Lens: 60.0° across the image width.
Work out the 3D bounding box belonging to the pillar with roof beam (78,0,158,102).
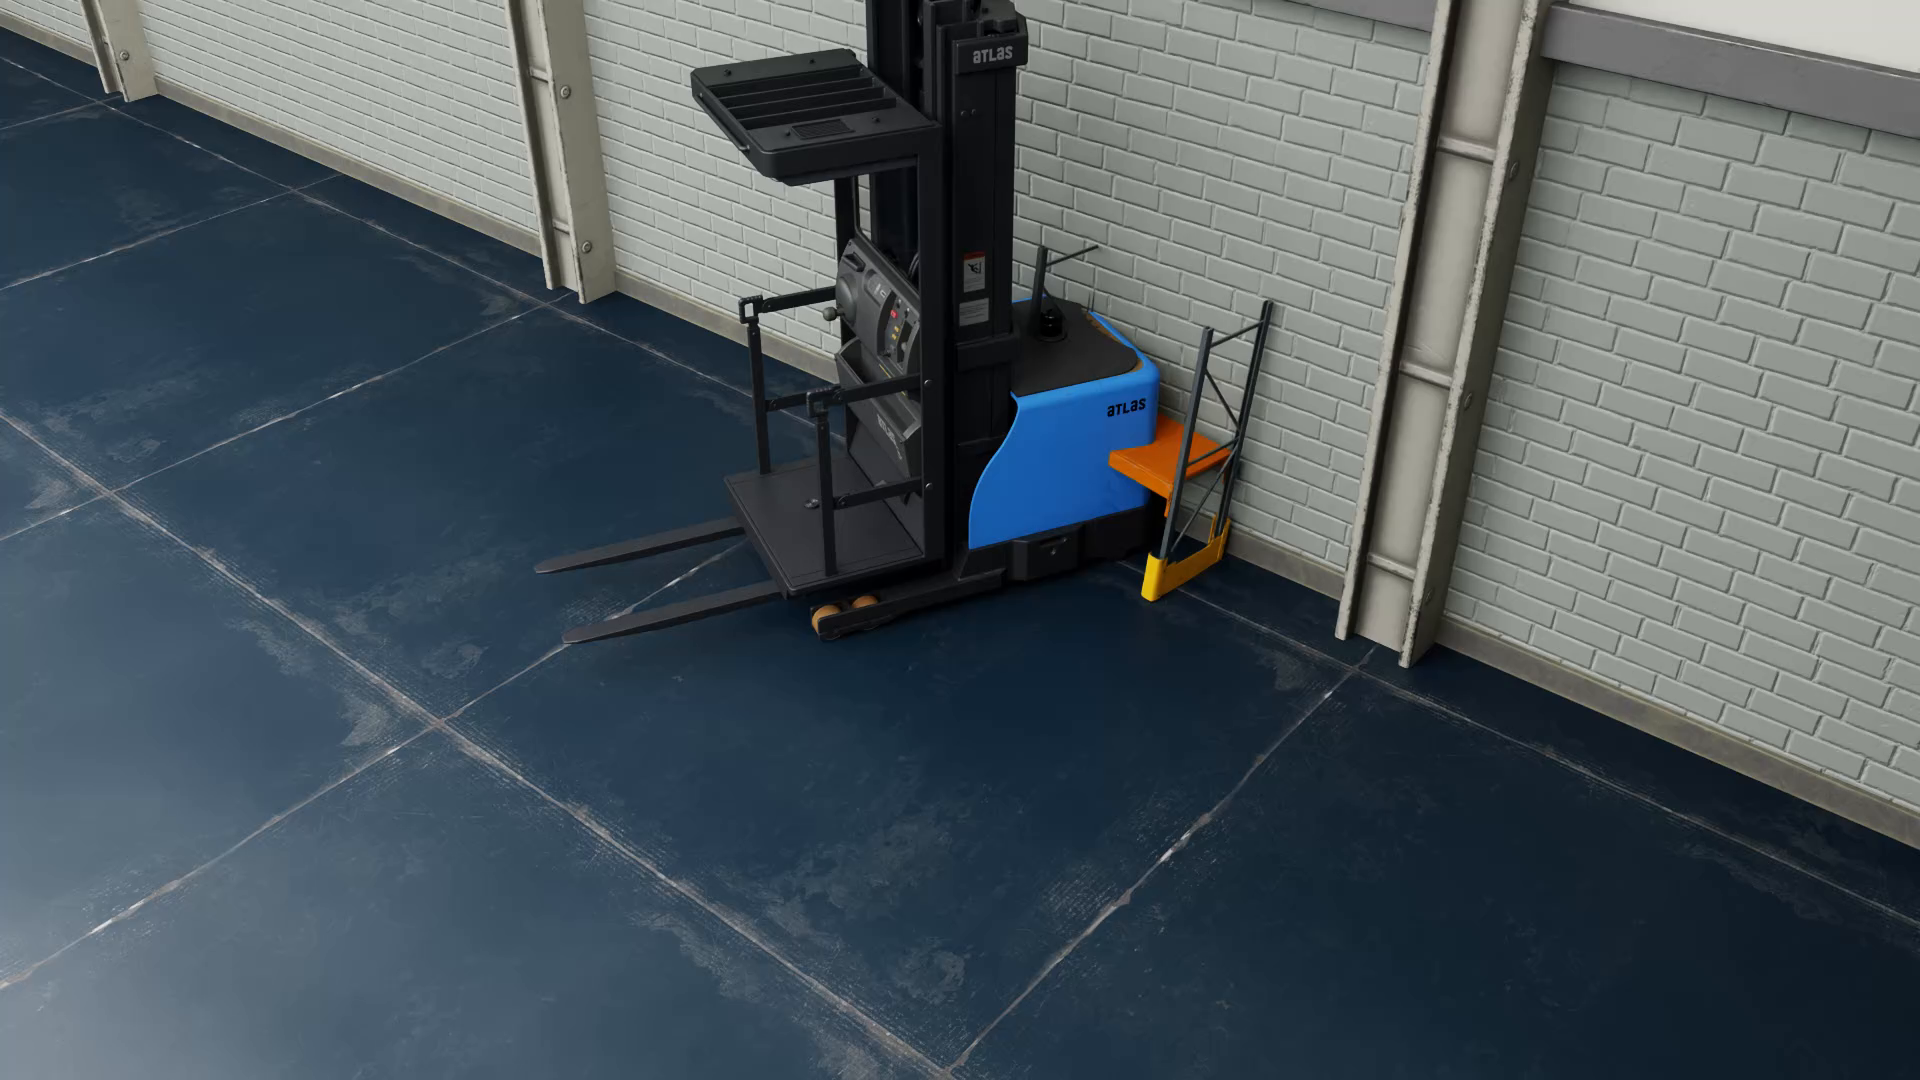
[{"bbox_3d":[-9.910,-5.712,9.118,0.400,9.000,9.100,25,42,32],"label":"pillar with roof beam"}]

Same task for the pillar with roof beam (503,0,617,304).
[{"bbox_3d":[-5.298,-3.539,5.954,0.400,9.000,9.100,25,42,32],"label":"pillar with roof beam"}]

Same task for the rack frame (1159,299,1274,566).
[{"bbox_3d":[1.212,-0.417,8.038,0.500,1.500,0.032,-26,46,-38],"label":"rack frame"}]

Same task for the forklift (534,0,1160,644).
[{"bbox_3d":[-0.572,-1.066,7.713,3.031,2.935,1.130,-14,37,-19],"label":"forklift"}]

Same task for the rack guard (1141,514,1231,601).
[{"bbox_3d":[1.143,0.086,8.402,0.587,0.250,0.087,-26,46,-38],"label":"rack guard"}]

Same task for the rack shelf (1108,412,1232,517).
[{"bbox_3d":[0.838,-0.501,8.417,0.538,0.185,1.000,-26,46,-38],"label":"rack shelf"}]

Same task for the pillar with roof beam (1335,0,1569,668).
[{"bbox_3d":[-0.687,-1.365,2.789,0.400,9.000,9.100,25,42,32],"label":"pillar with roof beam"}]

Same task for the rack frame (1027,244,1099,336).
[{"bbox_3d":[0.496,-0.879,8.593,0.500,1.500,0.032,-26,46,-38],"label":"rack frame"}]

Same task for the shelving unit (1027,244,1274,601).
[{"bbox_3d":[0.848,-0.652,8.320,0.587,1.500,1.083,-26,46,-38],"label":"shelving unit"}]
